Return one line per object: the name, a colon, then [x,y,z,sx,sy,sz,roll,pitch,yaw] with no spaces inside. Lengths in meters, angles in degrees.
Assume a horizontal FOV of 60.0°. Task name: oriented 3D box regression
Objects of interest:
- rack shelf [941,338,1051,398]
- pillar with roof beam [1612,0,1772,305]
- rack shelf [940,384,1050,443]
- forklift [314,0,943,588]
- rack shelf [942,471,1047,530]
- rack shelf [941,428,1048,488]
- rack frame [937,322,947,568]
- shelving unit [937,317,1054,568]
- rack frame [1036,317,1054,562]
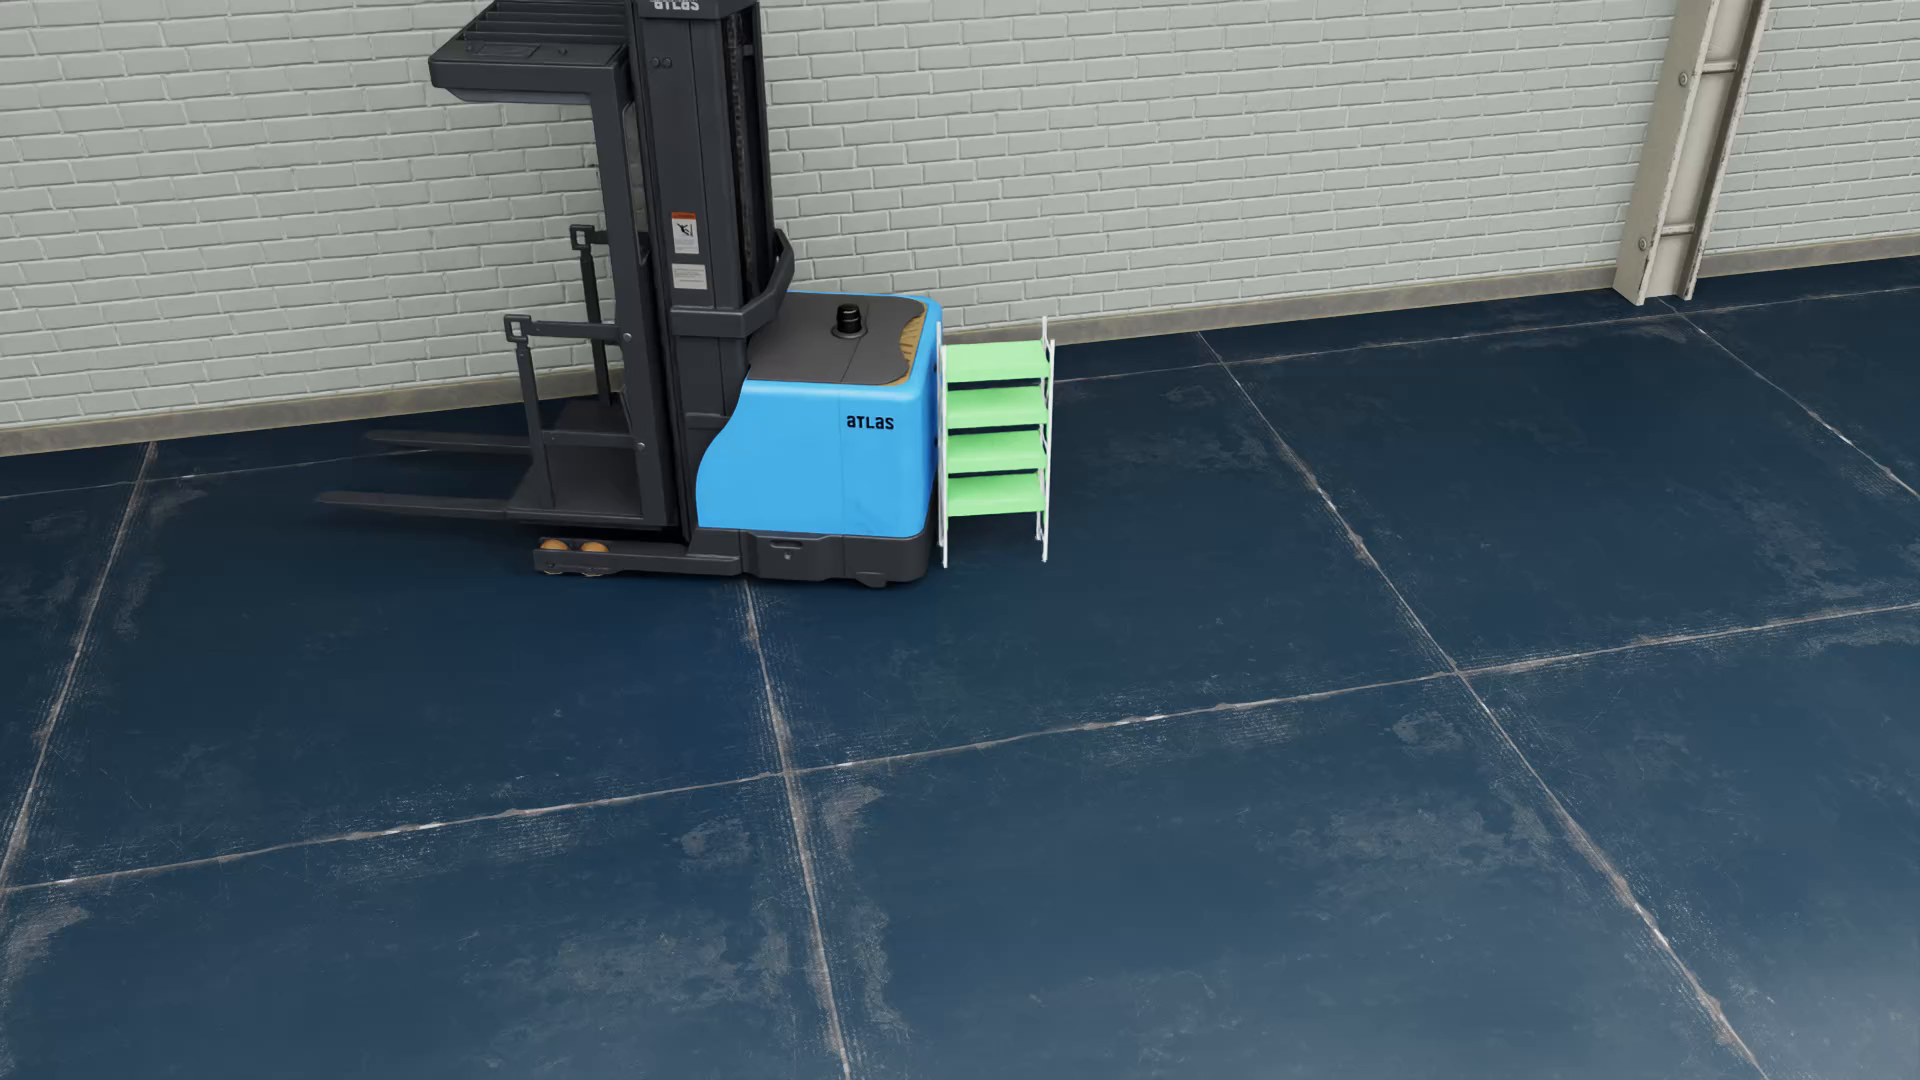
rack shelf: [0.158,-0.789,7.602,0.480,0.148,0.258,-4,34,-5]
pillar with roof beam: [5.354,-2.978,4.612,0.400,9.000,9.100,-7,35,-11]
rack shelf: [0.158,-0.590,7.736,0.480,0.148,0.258,-4,34,-5]
forklift: [-1.624,-1.329,7.599,3.031,2.935,1.130,3,34,5]
rack shelf: [0.158,-0.191,8.003,0.480,0.148,0.258,-4,34,-5]
rack shelf: [0.158,-0.390,7.870,0.480,0.148,0.258,-4,34,-5]
rack frame: [-0.084,-0.428,7.811,0.015,1.200,0.240,-4,34,-5]
shelving unit: [0.158,-0.443,7.834,0.503,1.200,0.258,-4,34,-5]
rack frame: [0.401,-0.459,7.857,0.015,1.200,0.240,-4,34,-5]
